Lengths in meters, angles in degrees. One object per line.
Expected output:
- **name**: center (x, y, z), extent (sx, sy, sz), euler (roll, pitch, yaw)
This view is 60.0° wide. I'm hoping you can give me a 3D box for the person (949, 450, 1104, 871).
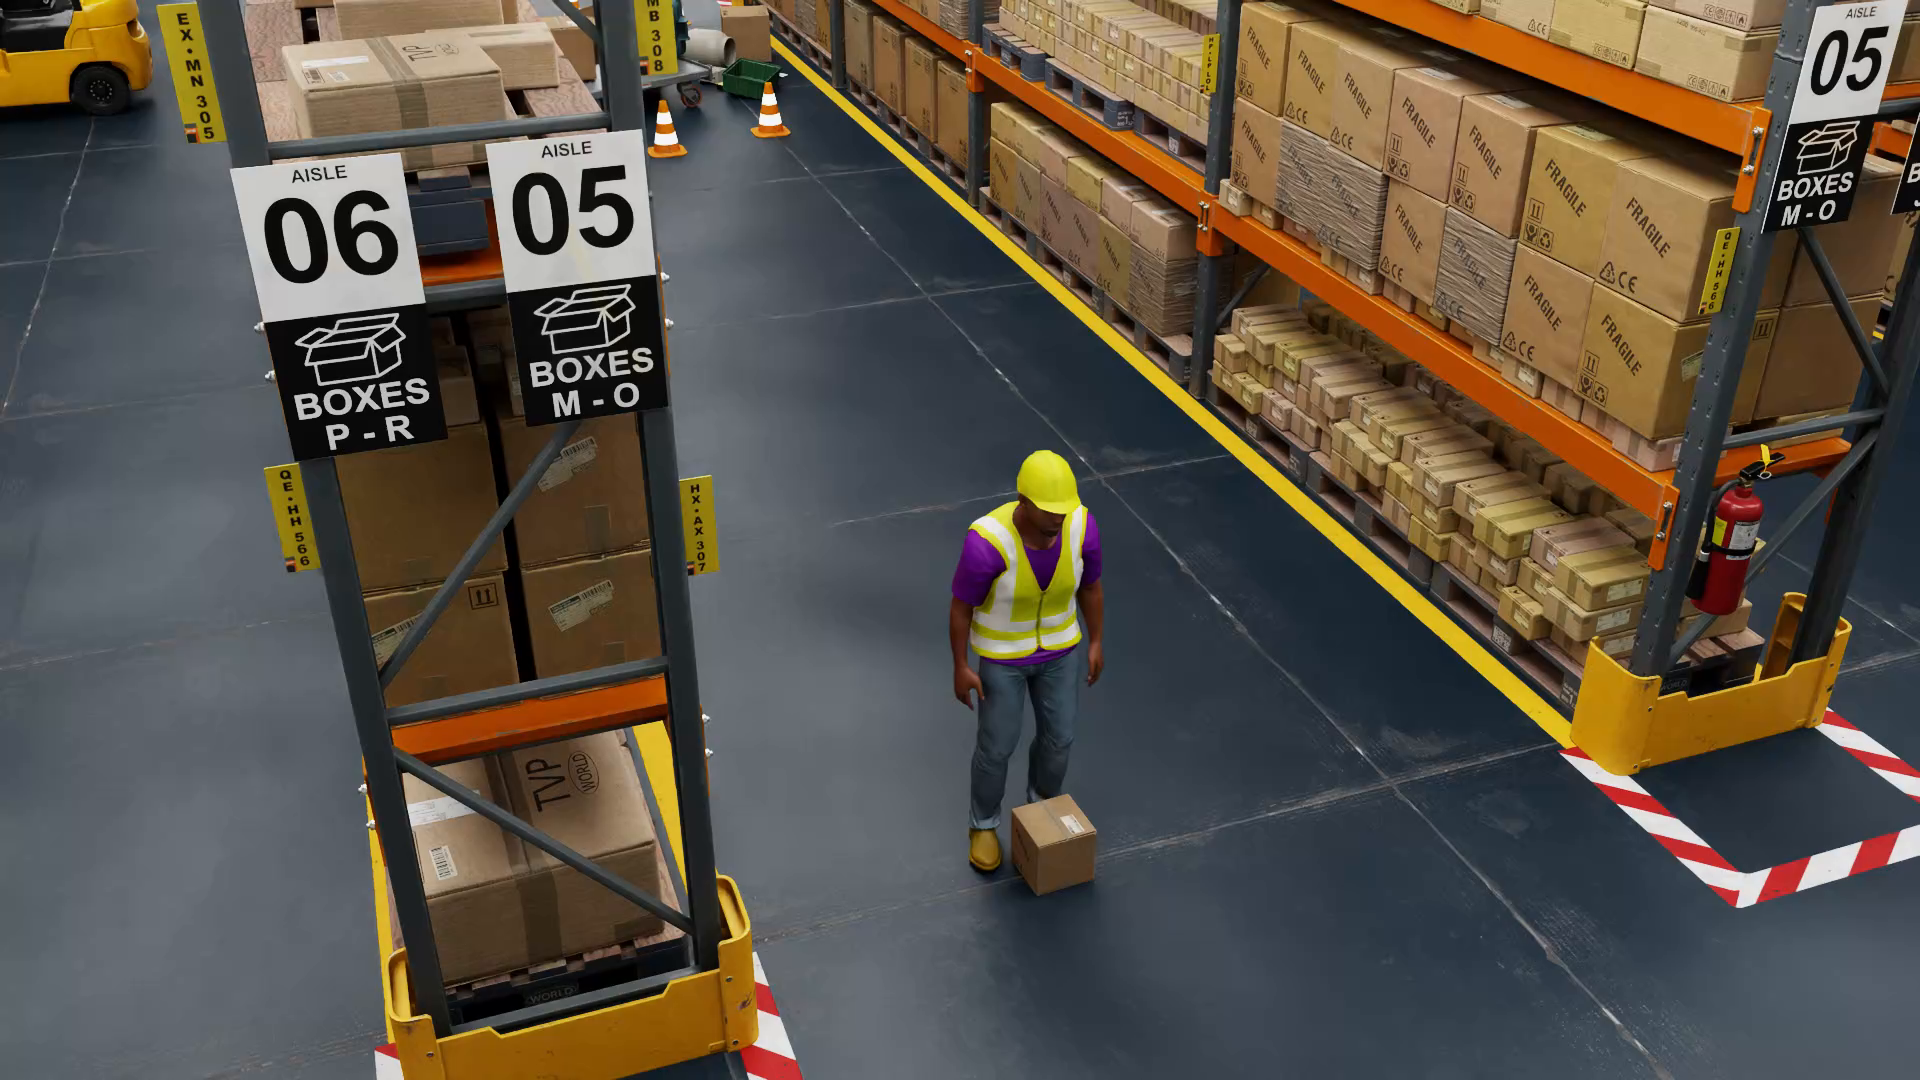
- **person**: center (0.267, 0.439, 6.340), extent (0.626, 1.760, 0.461), euler (-10, 31, -17)
